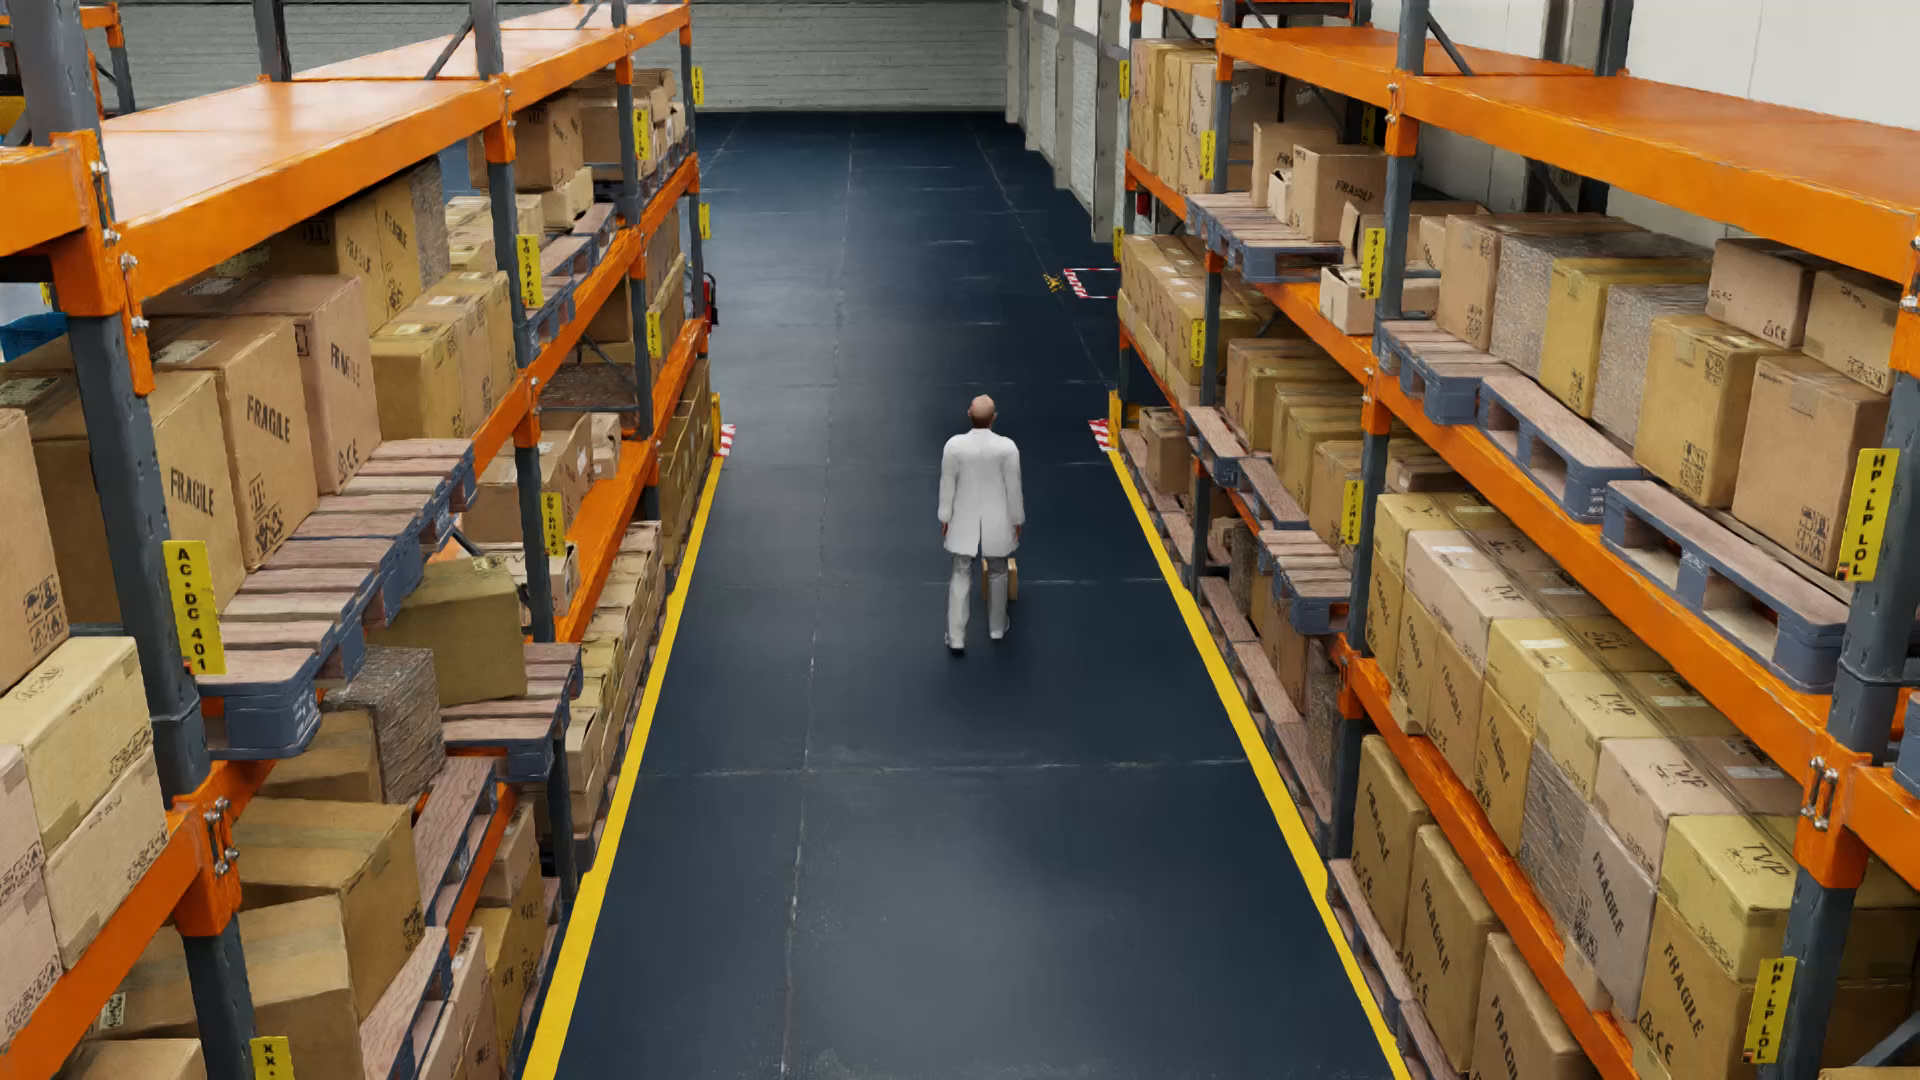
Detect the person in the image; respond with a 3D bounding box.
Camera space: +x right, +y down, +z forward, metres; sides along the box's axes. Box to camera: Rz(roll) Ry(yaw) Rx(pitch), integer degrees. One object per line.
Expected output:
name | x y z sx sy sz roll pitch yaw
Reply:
person | 0.150 -0.141 11.460 0.606 1.782 0.694 2 20 5
